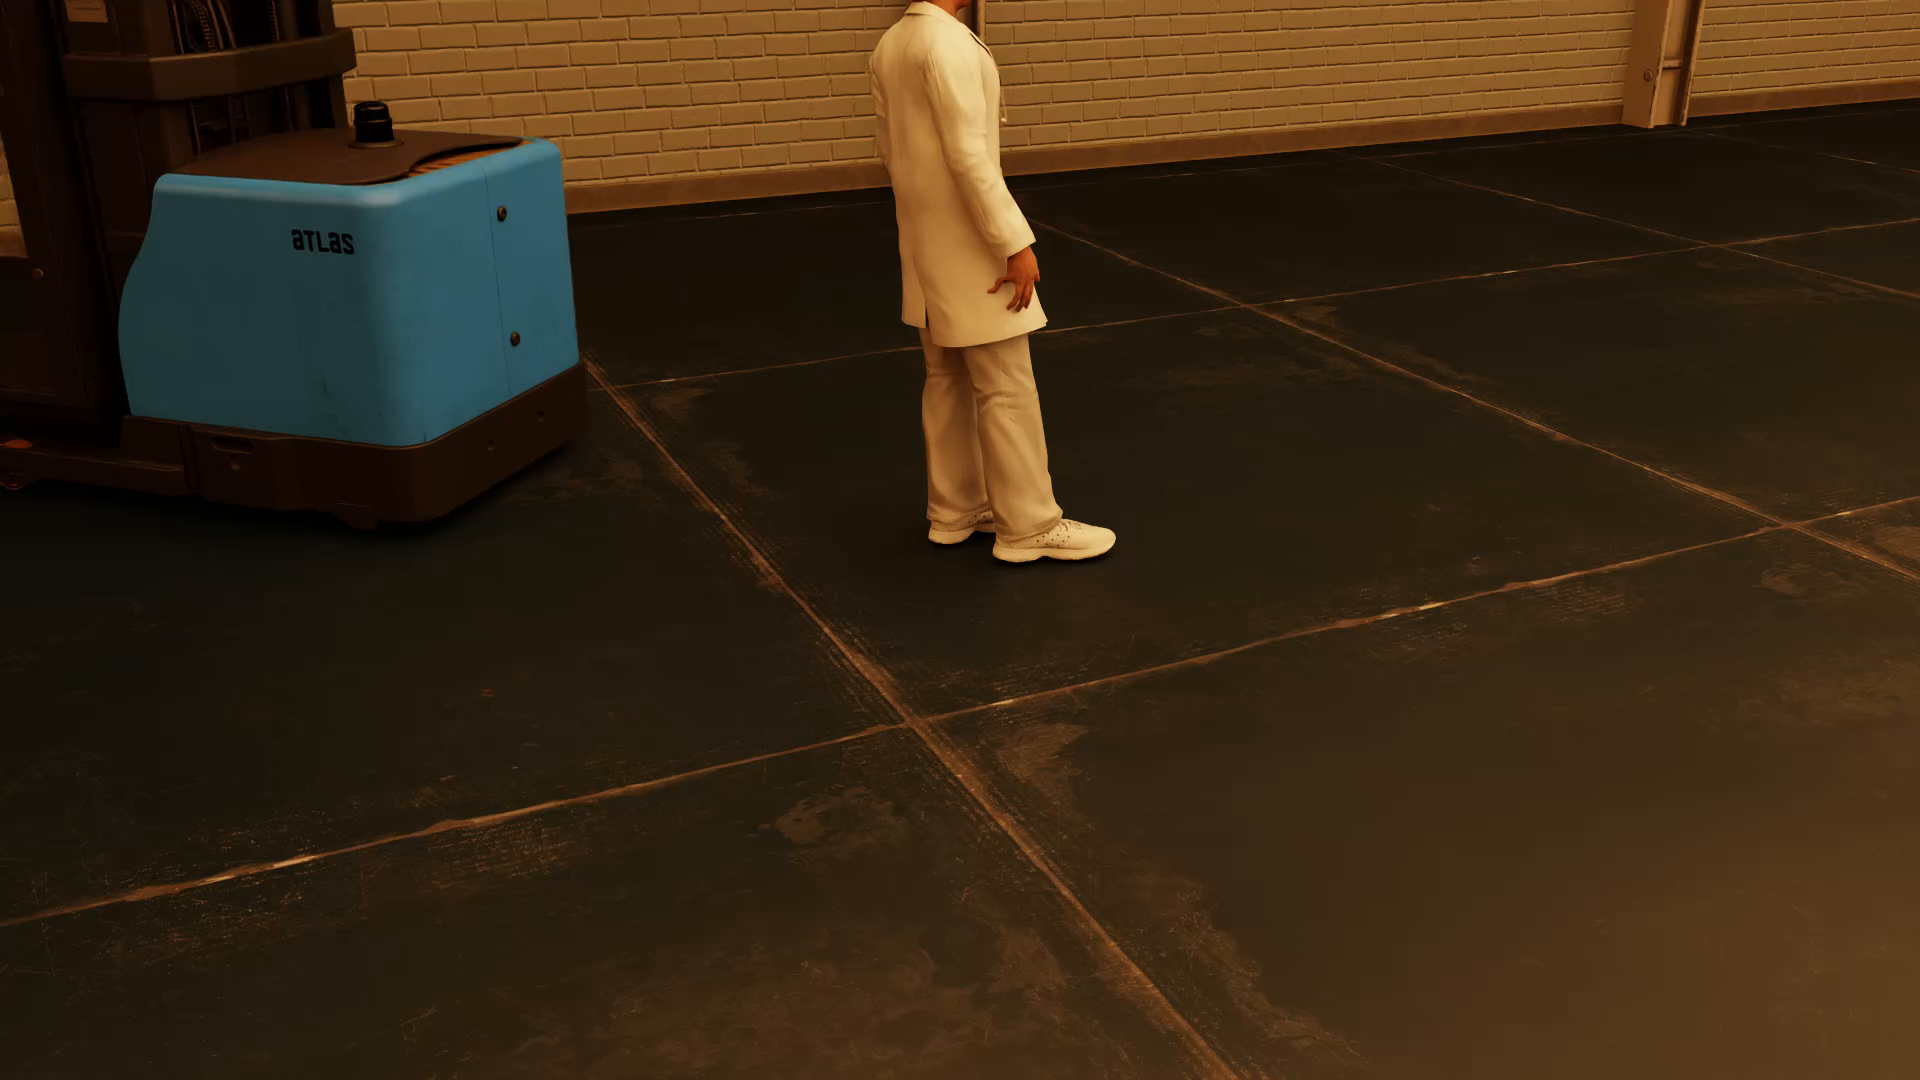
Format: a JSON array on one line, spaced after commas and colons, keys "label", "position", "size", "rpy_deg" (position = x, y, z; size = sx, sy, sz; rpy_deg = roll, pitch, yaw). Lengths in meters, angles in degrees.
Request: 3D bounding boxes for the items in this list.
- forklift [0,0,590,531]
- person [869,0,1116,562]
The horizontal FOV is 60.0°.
[{"label": "forklift", "position": [-2.884, -1.701, 5.382], "size": [3.031, 2.935, 1.130], "rpy_deg": [7, 24, 17]}, {"label": "person", "position": [0.085, -0.841, 4.796], "size": [0.578, 1.778, 0.696], "rpy_deg": [-10, 25, -23]}]
